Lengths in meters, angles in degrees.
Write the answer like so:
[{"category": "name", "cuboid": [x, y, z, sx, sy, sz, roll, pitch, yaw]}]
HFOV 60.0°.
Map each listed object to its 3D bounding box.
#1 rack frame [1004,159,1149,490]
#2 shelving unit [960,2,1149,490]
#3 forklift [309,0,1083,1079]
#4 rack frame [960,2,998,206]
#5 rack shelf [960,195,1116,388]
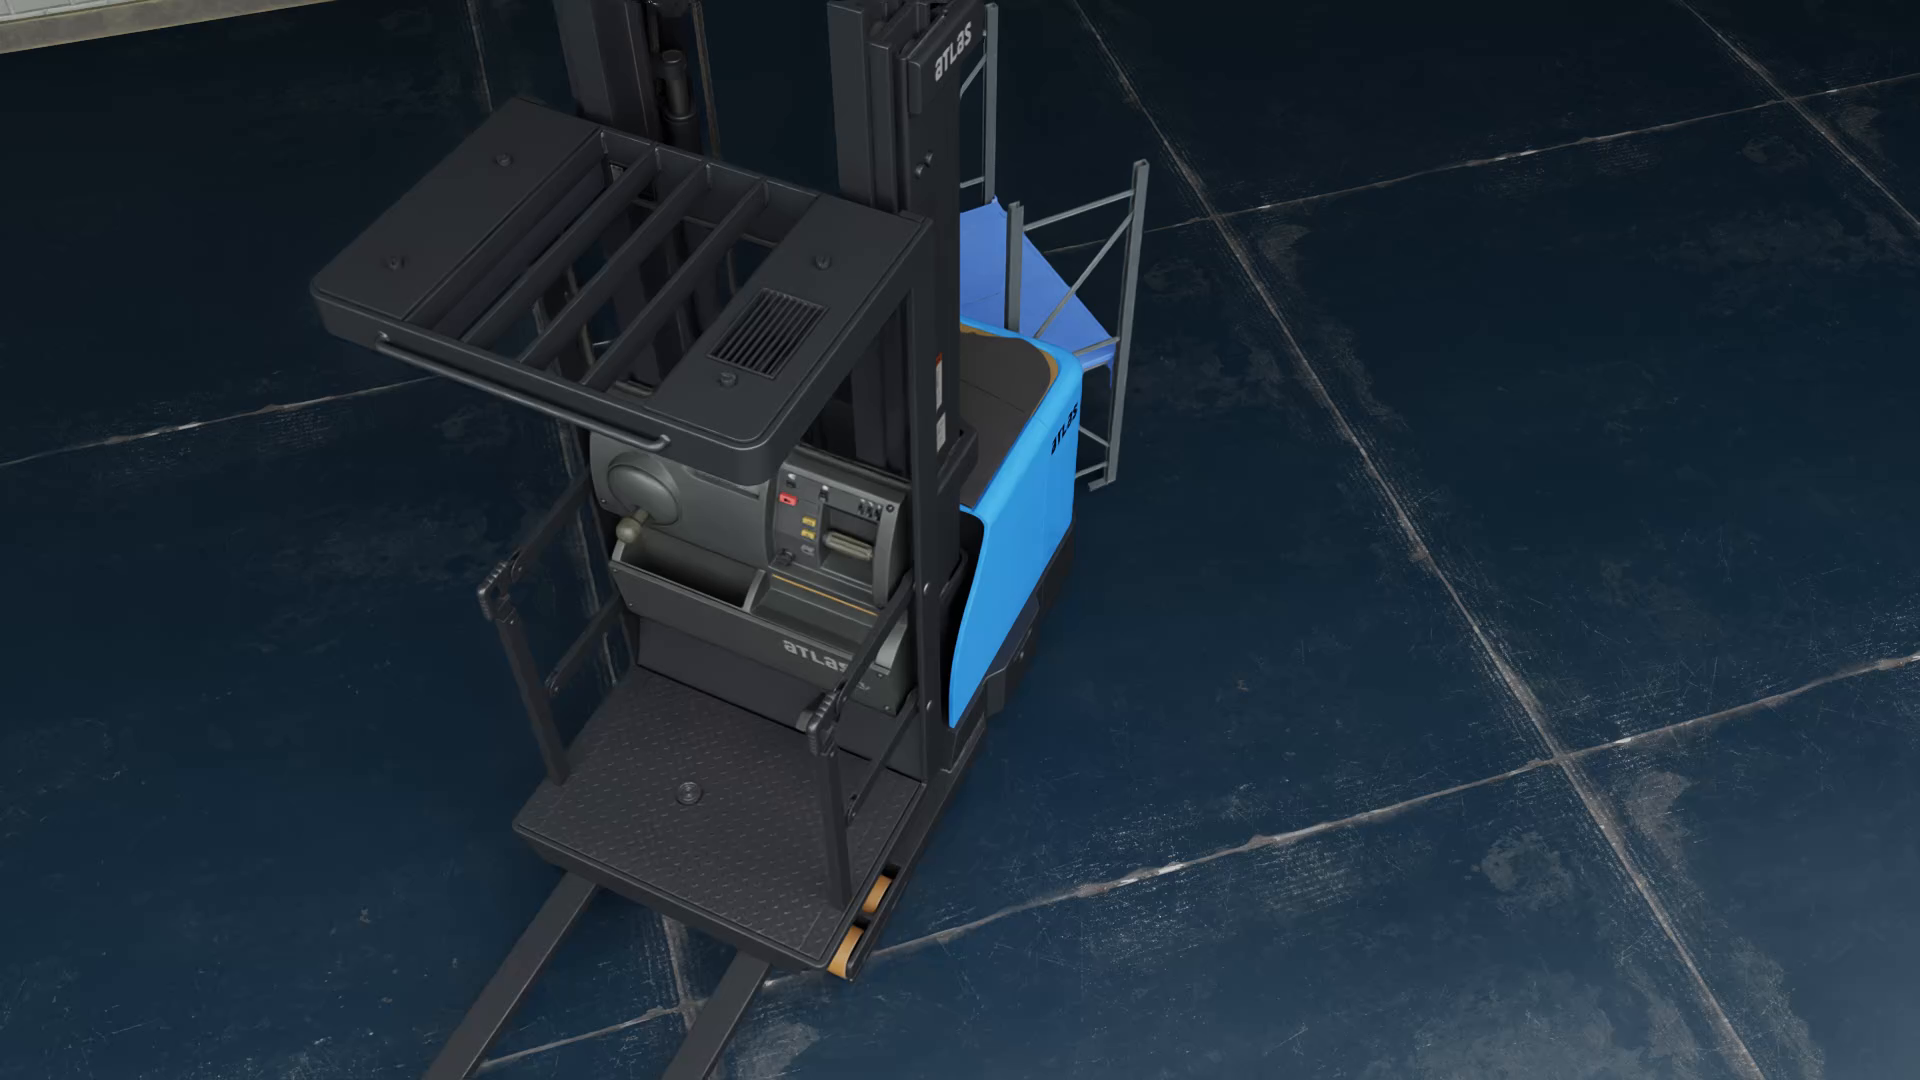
[{"category": "rack frame", "cuboid": [0.375, -0.637, 5.806, 0.500, 1.500, 0.032, -22, 53, -17]}, {"category": "shelving unit", "cuboid": [0.141, -0.982, 6.097, 0.538, 1.500, 1.048, -22, 53, -17]}, {"category": "forklift", "cuboid": [-0.677, 0.005, 4.328, 1.130, 2.935, 3.031, 20, 53, 16]}, {"category": "rack frame", "cuboid": [-0.093, -1.327, 6.387, 0.500, 1.500, 0.032, -22, 53, -17]}, {"category": "rack shelf", "cuboid": [0.141, -0.866, 6.234, 0.538, 0.185, 1.000, -22, 53, -17]}]
